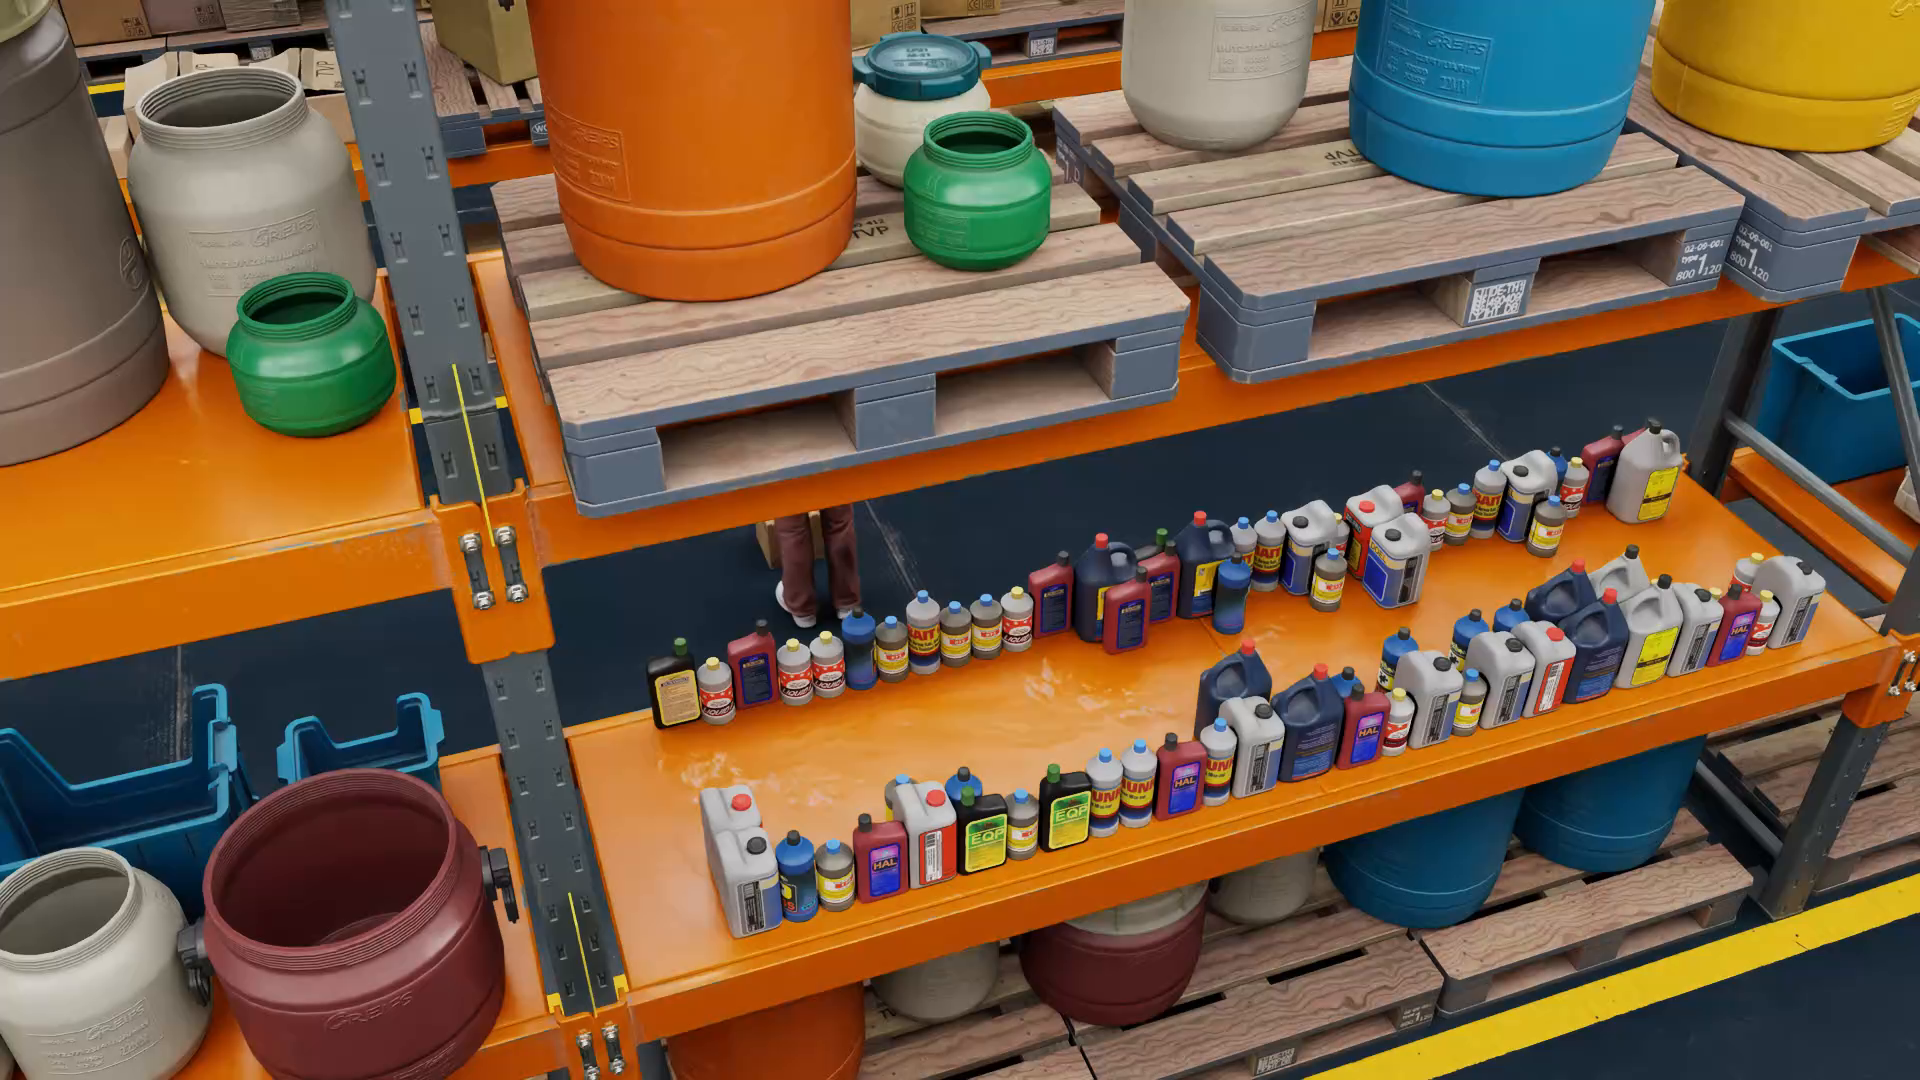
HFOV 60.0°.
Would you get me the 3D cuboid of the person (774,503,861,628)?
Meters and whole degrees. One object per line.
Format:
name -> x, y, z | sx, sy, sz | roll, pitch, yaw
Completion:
person -> -0.617, -0.349, 6.598 | 0.454, 1.691, 0.392 | -12, 39, -15
